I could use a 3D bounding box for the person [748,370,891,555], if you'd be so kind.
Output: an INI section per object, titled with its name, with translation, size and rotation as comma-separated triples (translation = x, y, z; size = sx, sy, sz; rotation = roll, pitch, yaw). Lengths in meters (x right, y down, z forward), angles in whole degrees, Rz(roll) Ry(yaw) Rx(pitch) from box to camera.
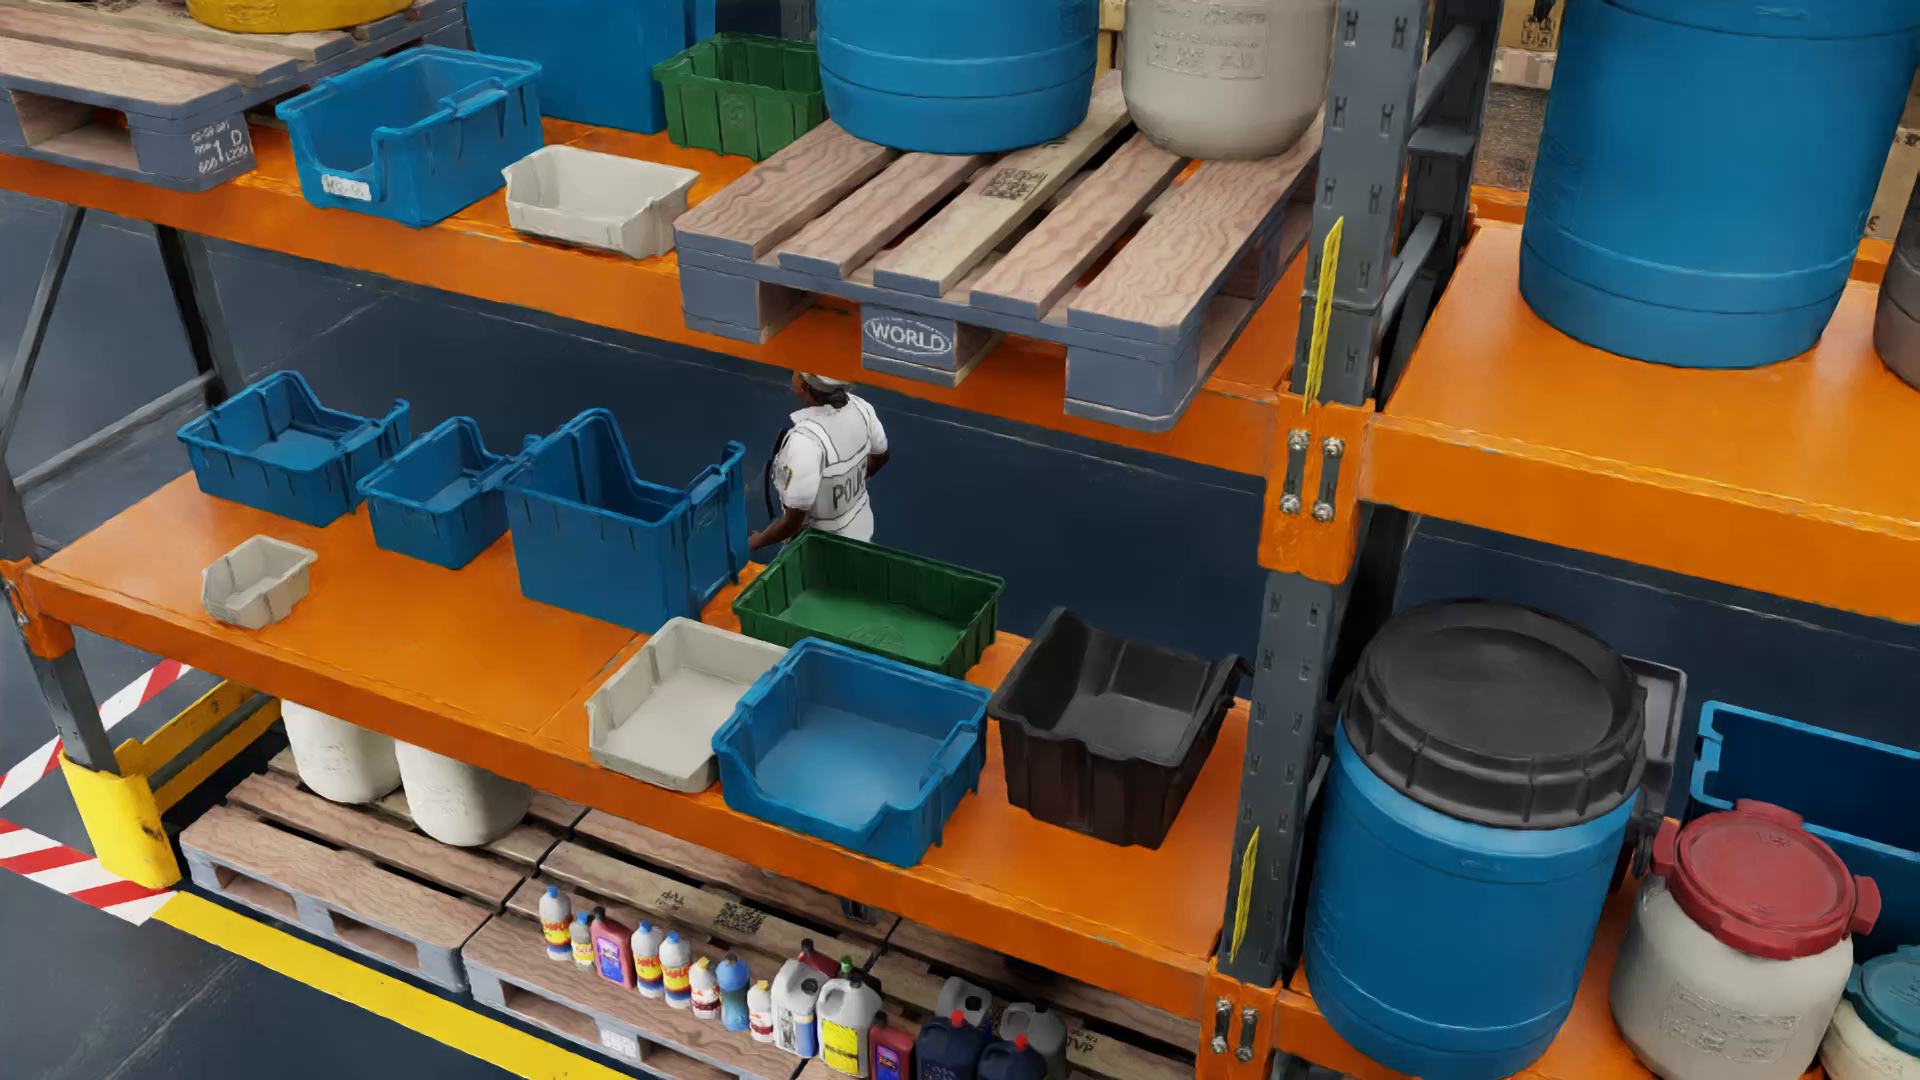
[person]
translation = -0.564, -0.007, 6.161
size = 0.466, 1.668, 0.626
rotation = 11, 35, 16
